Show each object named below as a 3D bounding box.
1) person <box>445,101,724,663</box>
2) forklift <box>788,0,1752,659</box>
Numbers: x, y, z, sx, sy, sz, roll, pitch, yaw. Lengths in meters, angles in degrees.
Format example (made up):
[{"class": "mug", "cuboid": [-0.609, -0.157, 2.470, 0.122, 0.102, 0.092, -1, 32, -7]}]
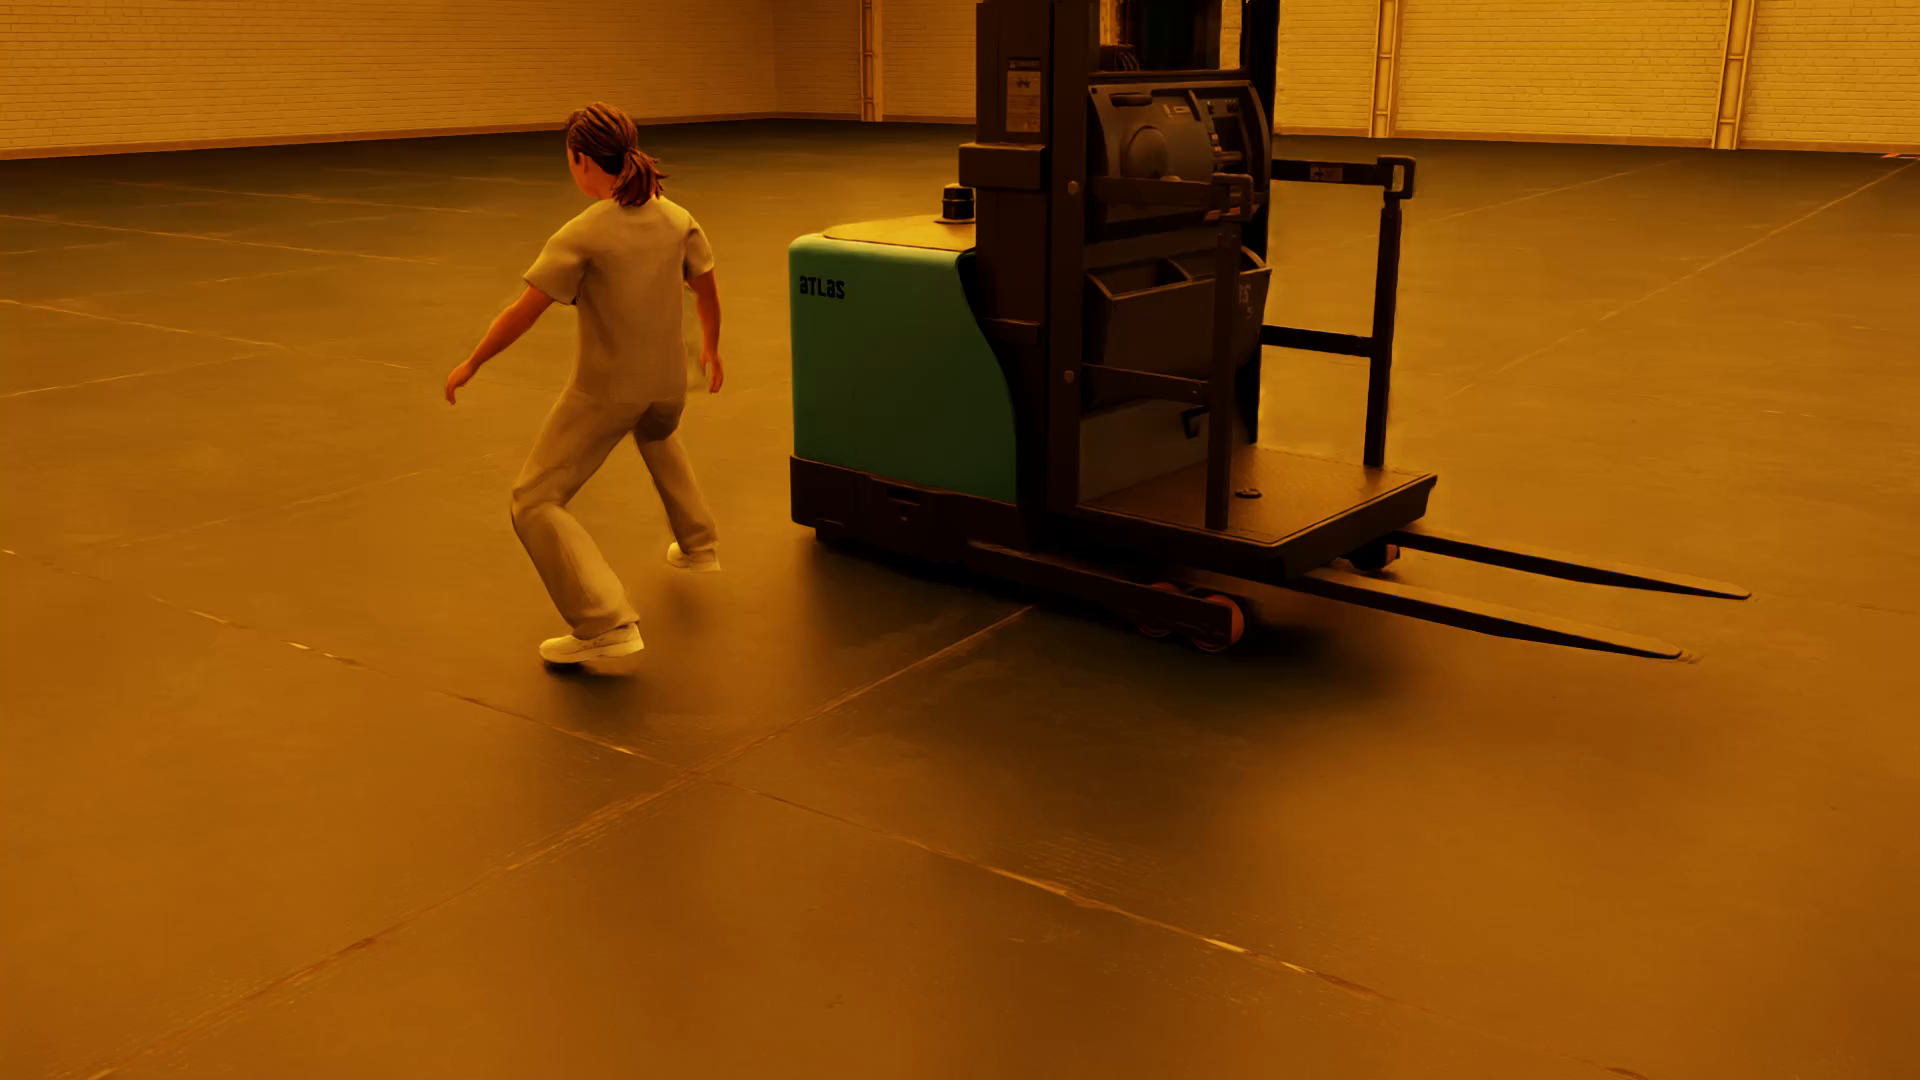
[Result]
[{"class": "person", "cuboid": [-1.007, -0.482, 4.819, 0.850, 1.531, 0.664, -15, 22, -41]}, {"class": "forklift", "cuboid": [0.851, -1.247, 5.002, 3.031, 2.935, 1.130, 13, 21, 38]}]
